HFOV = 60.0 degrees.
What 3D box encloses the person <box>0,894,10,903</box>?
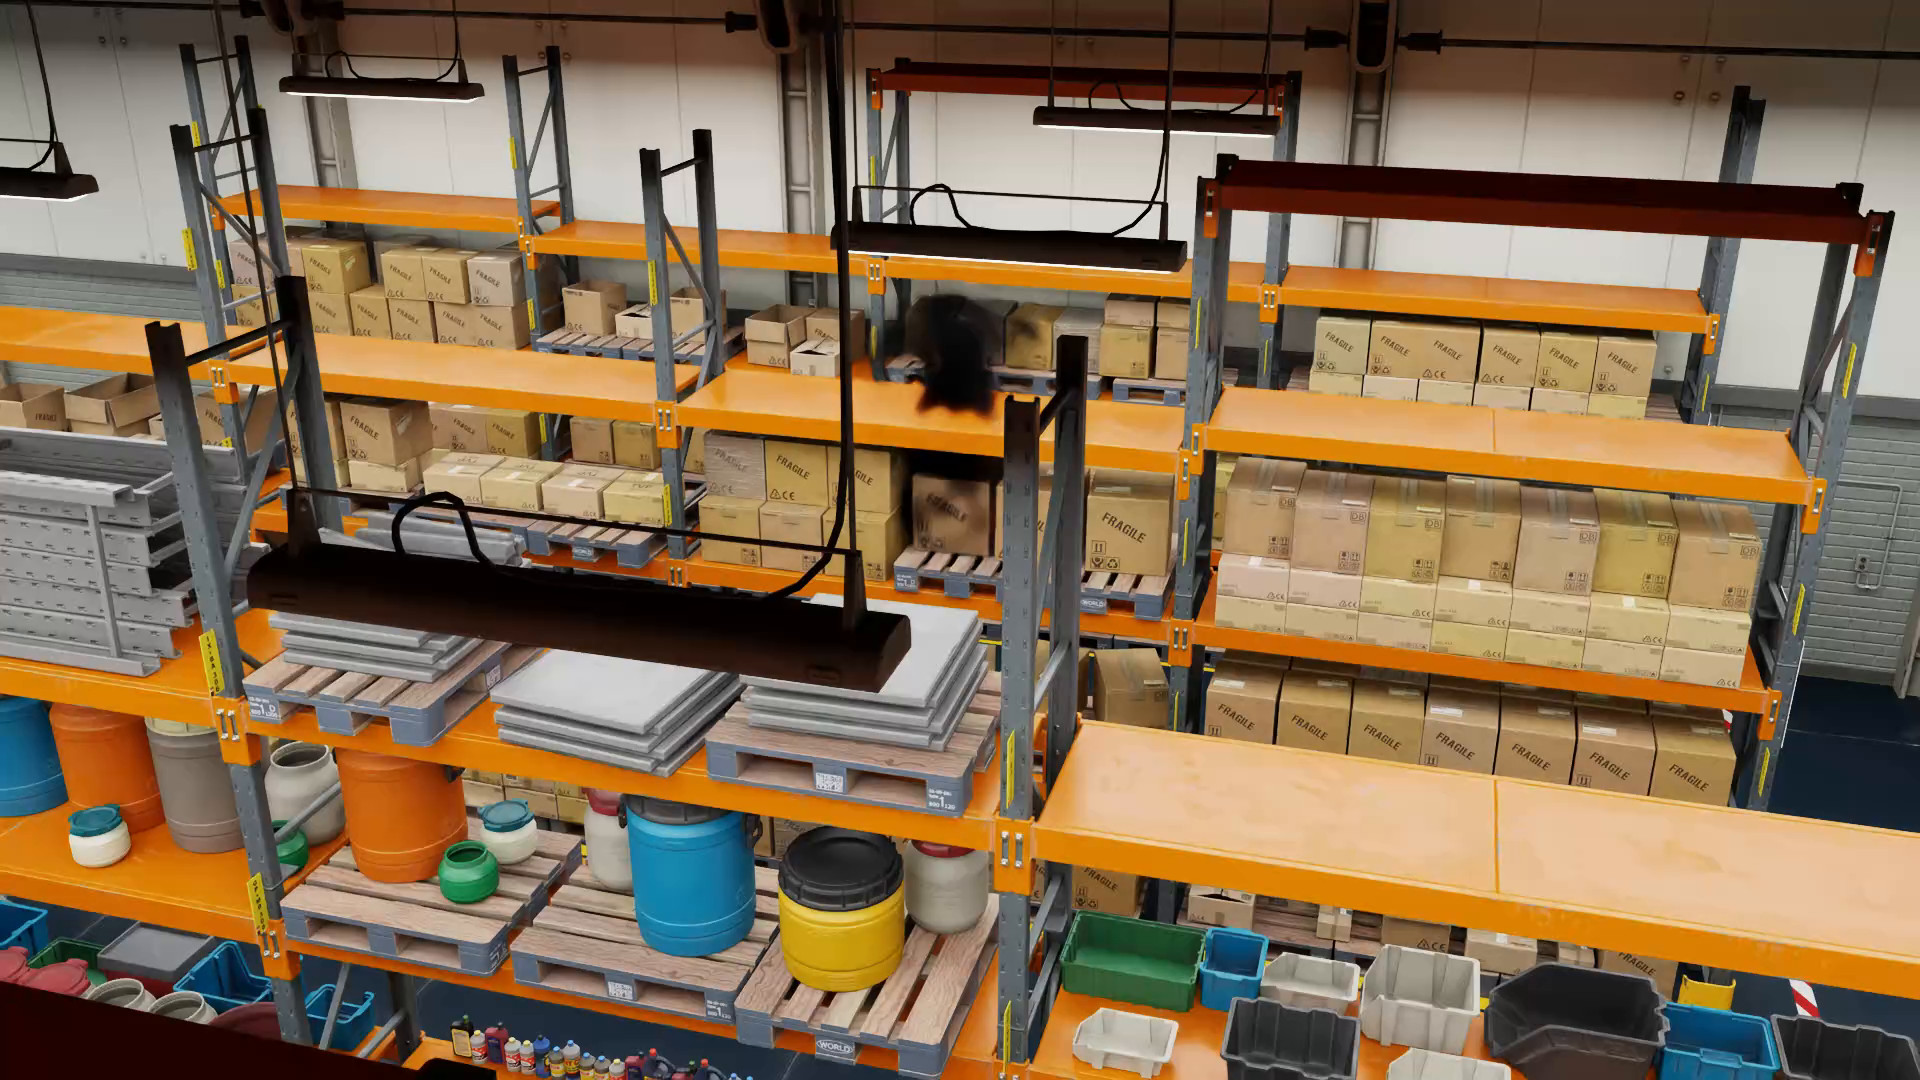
[{"bbox_3d":[-7.894,2.396,13.021,1.079,1.457,0.581,11,25,24],"label":"person"}]
